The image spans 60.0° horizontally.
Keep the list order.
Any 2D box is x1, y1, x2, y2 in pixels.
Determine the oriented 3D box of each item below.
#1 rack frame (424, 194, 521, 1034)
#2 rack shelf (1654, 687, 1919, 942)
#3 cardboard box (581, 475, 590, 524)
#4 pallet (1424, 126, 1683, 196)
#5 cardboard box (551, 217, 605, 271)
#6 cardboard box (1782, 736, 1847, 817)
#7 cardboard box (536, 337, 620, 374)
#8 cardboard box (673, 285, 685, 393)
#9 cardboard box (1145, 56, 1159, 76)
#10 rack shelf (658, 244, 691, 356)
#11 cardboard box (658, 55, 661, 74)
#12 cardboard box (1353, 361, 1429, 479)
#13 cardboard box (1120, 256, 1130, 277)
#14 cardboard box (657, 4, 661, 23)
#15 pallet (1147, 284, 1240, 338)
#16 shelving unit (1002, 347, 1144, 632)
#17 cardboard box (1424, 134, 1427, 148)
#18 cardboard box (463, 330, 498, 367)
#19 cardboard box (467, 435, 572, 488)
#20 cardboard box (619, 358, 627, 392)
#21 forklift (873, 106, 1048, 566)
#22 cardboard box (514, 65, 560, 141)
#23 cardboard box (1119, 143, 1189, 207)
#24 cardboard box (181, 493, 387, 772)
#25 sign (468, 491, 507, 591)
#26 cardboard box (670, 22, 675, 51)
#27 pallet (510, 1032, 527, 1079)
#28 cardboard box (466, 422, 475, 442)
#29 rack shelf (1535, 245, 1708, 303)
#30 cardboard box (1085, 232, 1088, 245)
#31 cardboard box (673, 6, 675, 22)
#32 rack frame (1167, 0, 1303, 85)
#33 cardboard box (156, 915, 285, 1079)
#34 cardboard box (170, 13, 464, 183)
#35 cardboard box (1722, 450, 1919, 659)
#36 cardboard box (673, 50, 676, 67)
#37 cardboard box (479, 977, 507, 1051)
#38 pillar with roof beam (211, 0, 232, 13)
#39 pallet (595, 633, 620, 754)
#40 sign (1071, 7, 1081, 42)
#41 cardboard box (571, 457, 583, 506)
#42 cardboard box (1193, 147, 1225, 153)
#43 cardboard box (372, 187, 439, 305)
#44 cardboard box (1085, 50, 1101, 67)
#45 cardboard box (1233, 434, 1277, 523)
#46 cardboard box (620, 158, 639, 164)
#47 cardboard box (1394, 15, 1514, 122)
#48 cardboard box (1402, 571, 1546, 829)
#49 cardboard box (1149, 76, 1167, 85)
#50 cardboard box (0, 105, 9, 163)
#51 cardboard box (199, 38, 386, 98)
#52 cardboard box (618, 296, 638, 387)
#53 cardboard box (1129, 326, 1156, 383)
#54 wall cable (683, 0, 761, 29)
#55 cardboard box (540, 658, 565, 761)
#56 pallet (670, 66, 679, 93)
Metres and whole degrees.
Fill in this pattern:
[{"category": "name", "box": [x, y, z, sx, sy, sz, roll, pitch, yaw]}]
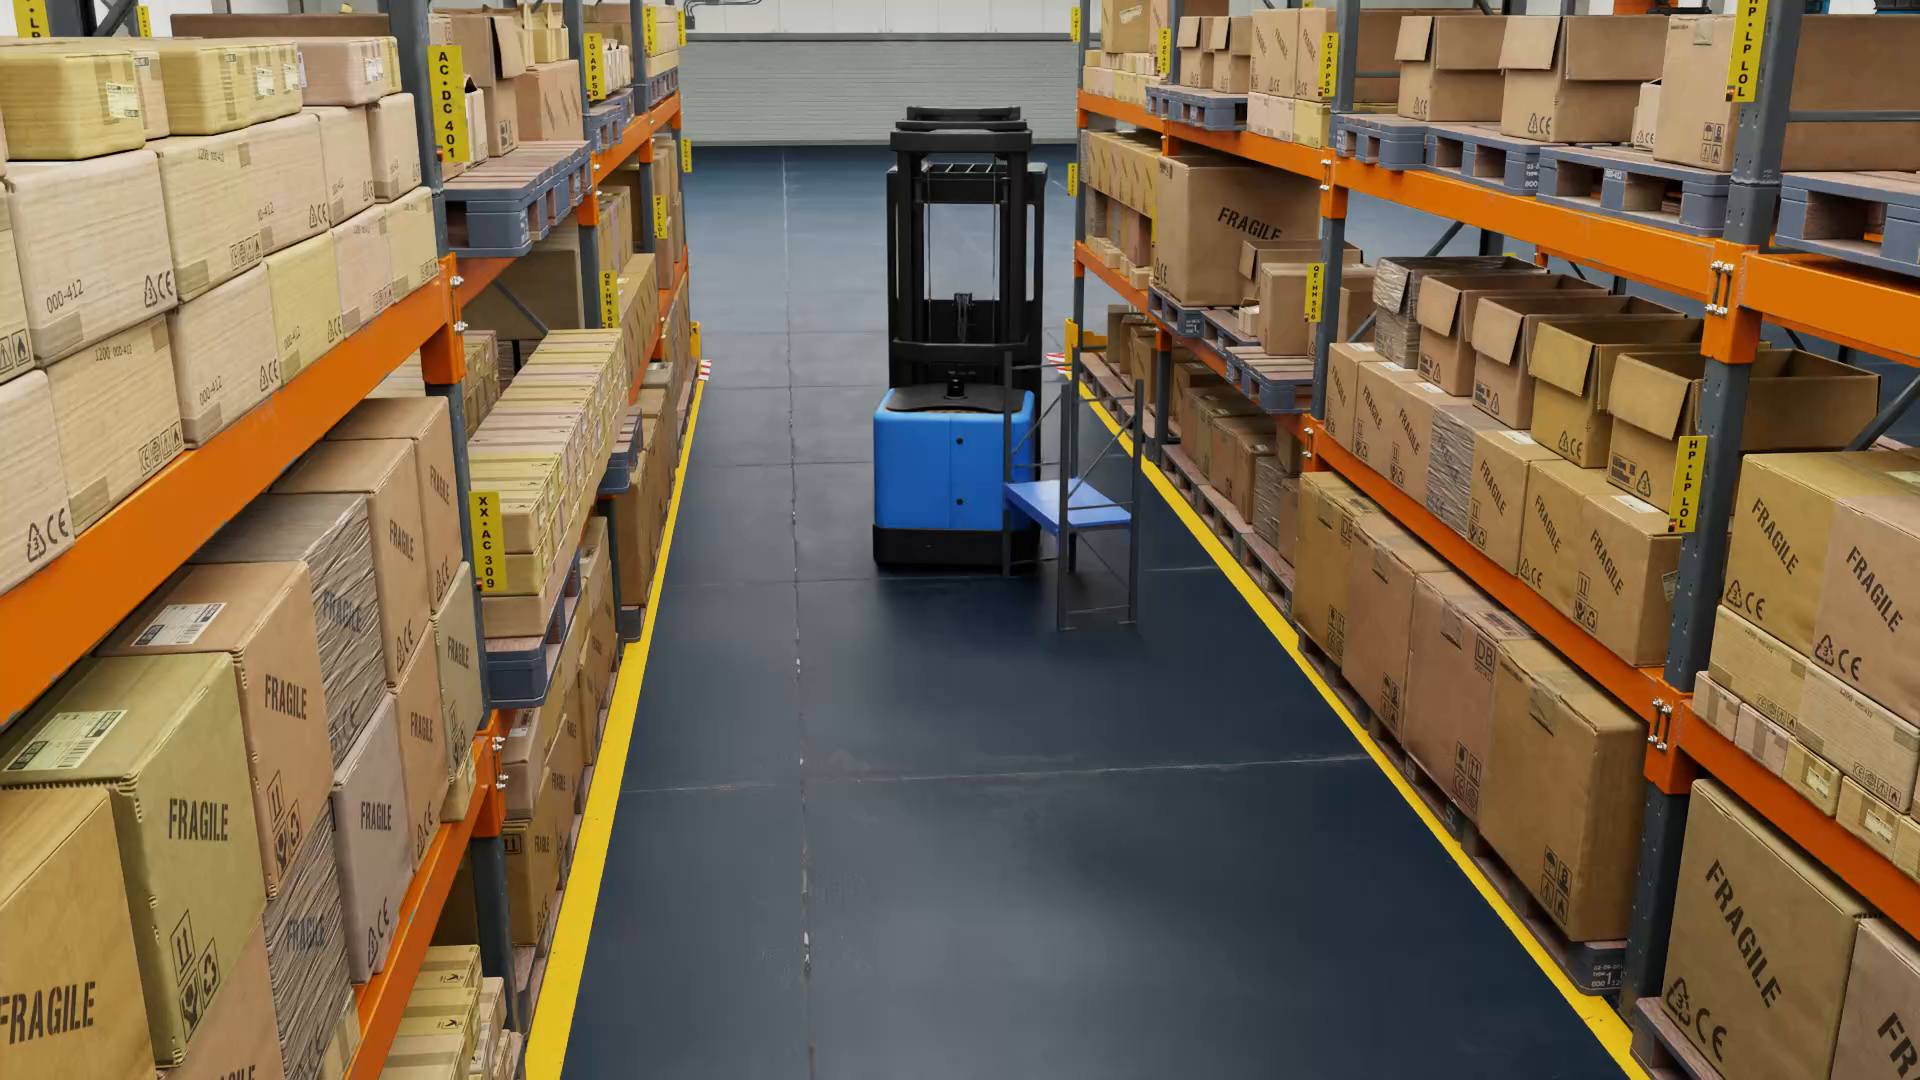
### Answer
[{"category": "rack frame", "box": [-2.021, 0.437, 5.278, 1.000, 3.000, 0.127, -2, 18, -6]}, {"category": "rack shelf", "box": [3.129, 1.253, 3.880, 1.077, 0.370, 4.000, -2, 18, -6]}, {"category": "cardboard box", "box": [-1.744, -0.164, 6.910, 0.380, 0.149, 0.250, -2, 18, -7]}, {"category": "pallet", "box": [2.748, -1.696, 7.378, 1.003, 0.211, 1.213, -1, 17, -3]}, {"category": "cardboard box", "box": [-2.578, -1.717, 10.302, 0.700, 0.500, 0.500, -2, 18, -6]}, {"category": "cardboard box", "box": [2.678, 0.689, 4.895, 0.380, 0.149, 0.250, -1, 17, -4]}, {"category": "cardboard box", "box": [-1.903, -0.912, 8.301, 0.380, 0.149, 0.250, -2, 18, -6]}, {"category": "cardboard box", "box": [-3.030, -1.863, 15.449, 0.875, 0.875, 0.875, -2, 18, -7]}, {"category": "cardboard box", "box": [1.728, -3.862, 13.547, 0.380, 0.149, 0.250, -3, 18, -8]}, {"category": "rack shelf", "box": [-3.052, -2.199, 14.875, 1.077, 0.370, 4.000, -2, 18, -6]}, {"category": "cardboard box", "box": [-2.624, -3.851, 13.479, 0.380, 0.149, 0.250, -2, 18, -7]}, {"category": "cardboard box", "box": [2.345, -0.619, 8.474, 0.500, 0.500, 0.500, -2, 18, -7]}, {"category": "cardboard box", "box": [1.643, -2.452, 14.899, 0.380, 0.149, 0.250, -2, 18, -6]}, {"category": "cardboard box", "box": [-2.653, -4.309, 13.607, 0.380, 0.149, 0.250, -2, 17, -5]}, {"category": "pallet", "box": [2.032, -1.746, 12.551, 1.003, 0.211, 1.213, -2, 18, -6]}, {"category": "shelving unit", "box": [0.671, -0.339, 10.247, 0.538, 1.500, 1.048, -5, 18, -17]}, {"category": "cardboard box", "box": [2.715, -2.385, 9.510, 0.500, 0.250, 0.500, -1, 17, -5]}, {"category": "cardboard box", "box": [-2.578, -0.974, 8.497, 0.380, 0.149, 0.250, -2, 18, -6]}, {"category": "cardboard box", "box": [-1.686, -0.293, 6.327, 0.380, 0.149, 0.250, -2, 18, -6]}, {"category": "cardboard box", "box": [-1.930, -0.844, 8.580, 0.380, 0.149, 0.250, -1, 17, -5]}, {"category": "forklift", "box": [0.059, -1.621, 11.947, 1.130, 2.935, 3.031, 1, 17, 4]}, {"category": "cardboard box", "box": [-2.010, -1.774, 7.144, 0.500, 0.500, 0.500, -2, 18, -6]}, {"category": "cardboard box", "box": [1.674, -3.160, 14.401, 0.500, 0.500, 0.500, -2, 18, -6]}, {"category": "cardboard box", "box": [-1.606, 0.209, 3.672, 0.500, 0.500, 0.500, -1, 17, -4]}, {"category": "sign", "box": [-1.482, 0.005, 5.209, 0.100, 0.325, 0.005, -2, 18, -6]}, {"category": "cardboard box", "box": [-2.879, -4.602, 15.204, 0.500, 0.250, 0.500, -2, 18, -6]}, {"category": "pallet", "box": [-1.916, 1.966, 5.061, 1.003, 0.211, 1.213, -2, 18, -6]}, {"category": "cardboard box", "box": [-2.503, -0.455, 7.837, 0.380, 0.149, 0.250, -1, 17, -3]}, {"category": "rack shelf", "box": [6.818, -2.475, 15.755, 1.077, 0.370, 4.000, -2, 18, -6]}, {"category": "cardboard box", "box": [1.478, -3.049, 16.801, 0.380, 0.149, 0.250, -2, 18, -6]}, {"category": "cardboard box", "box": [-2.862, -4.914, 15.533, 0.380, 0.149, 0.250, -2, 18, -5]}, {"category": "rack frame", "box": [2.098, -4.932, 12.363, 1.000, 3.000, 0.127, -2, 18, -6]}, {"category": "cardboard box", "box": [-1.498, 0.992, 2.847, 0.500, 0.500, 0.500, -2, 17, -5]}, {"category": "cardboard box", "box": [-1.951, -1.359, 5.121, 0.700, 0.500, 0.500, -2, 18, -6]}, {"category": "cardboard box", "box": [2.718, 0.036, 5.056, 0.500, 0.500, 0.500, -2, 18, -6]}, {"category": "cardboard box", "box": [-2.835, -4.457, 15.411, 0.380, 0.149, 0.250, -2, 17, -5]}, {"category": "cardboard box", "box": [-1.672, 1.539, 5.329, 0.380, 0.149, 0.250, -1, 17, -5]}, {"category": "pillar with roof beam", "box": [-12.127, -12.711, 37.142, 9.100, 9.000, 0.400, -2, 18, -6]}, {"category": "pallet", "box": [-2.354, 0.808, 8.750, 1.003, 0.211, 1.213, -2, 18, -6]}, {"category": "sign", "box": [1.146, -5.093, 16.424, 0.100, 0.325, 0.005, -2, 18, -6]}, {"category": "cardboard box", "box": [-1.717, -0.229, 6.620, 0.380, 0.149, 0.250, -1, 17, -3]}, {"category": "cardboard box", "box": [2.251, -3.027, 13.979, 0.500, 0.500, 0.500, -2, 18, -6]}, {"category": "cardboard box", "box": [-1.702, -0.785, 4.412, 0.500, 0.250, 0.500, -1, 17, -4]}, {"category": "cardboard box", "box": [1.414, -4.642, 16.032, 0.380, 0.149, 0.250, -1, 17, -4]}, {"category": "cardboard box", "box": [2.286, -0.428, 11.471, 0.700, 0.500, 0.500, 0, 17, -1]}, {"category": "cardboard box", "box": [-3.022, -2.805, 13.549, 0.875, 0.550, 0.550, -2, 18, -6]}, {"category": "cardboard box", "box": [2.645, -2.379, 8.366, 0.797, 0.503, 0.637, -1, 17, -2]}, {"category": "cardboard box", "box": [2.744, 0.671, 7.378, 1.225, 0.875, 0.875, -2, 18, -8]}, {"category": "cardboard box", "box": [1.791, -3.557, 13.242, 0.500, 0.250, 0.500, -1, 17, -4]}, {"category": "cardboard box", "box": [-1.535, -0.569, 2.223, 0.380, 0.149, 0.250, -1, 17, -4]}, {"category": "cardboard box", "box": [-1.679, -1.188, 4.196, 0.380, 0.149, 0.250, -1, 17, -4]}, {"category": "cardboard box", "box": [-2.318, -1.246, 10.472, 0.500, 0.500, 0.500, -2, 18, -6]}, {"category": "cardboard box", "box": [1.875, -1.718, 15.615, 0.500, 0.500, 0.500, 0, 17, 0]}, {"category": "wall cable", "box": [-6.572, -17.196, 45.748, 2.305, 6.003, 0.169, -2, 18, -6]}, {"category": "cardboard box", "box": [-1.892, 0.684, 6.709, 0.500, 0.250, 0.500, -1, 17, -4]}, {"category": "pallet", "box": [-3.172, -4.306, 15.527, 1.003, 0.211, 1.213, -2, 18, -6]}]
